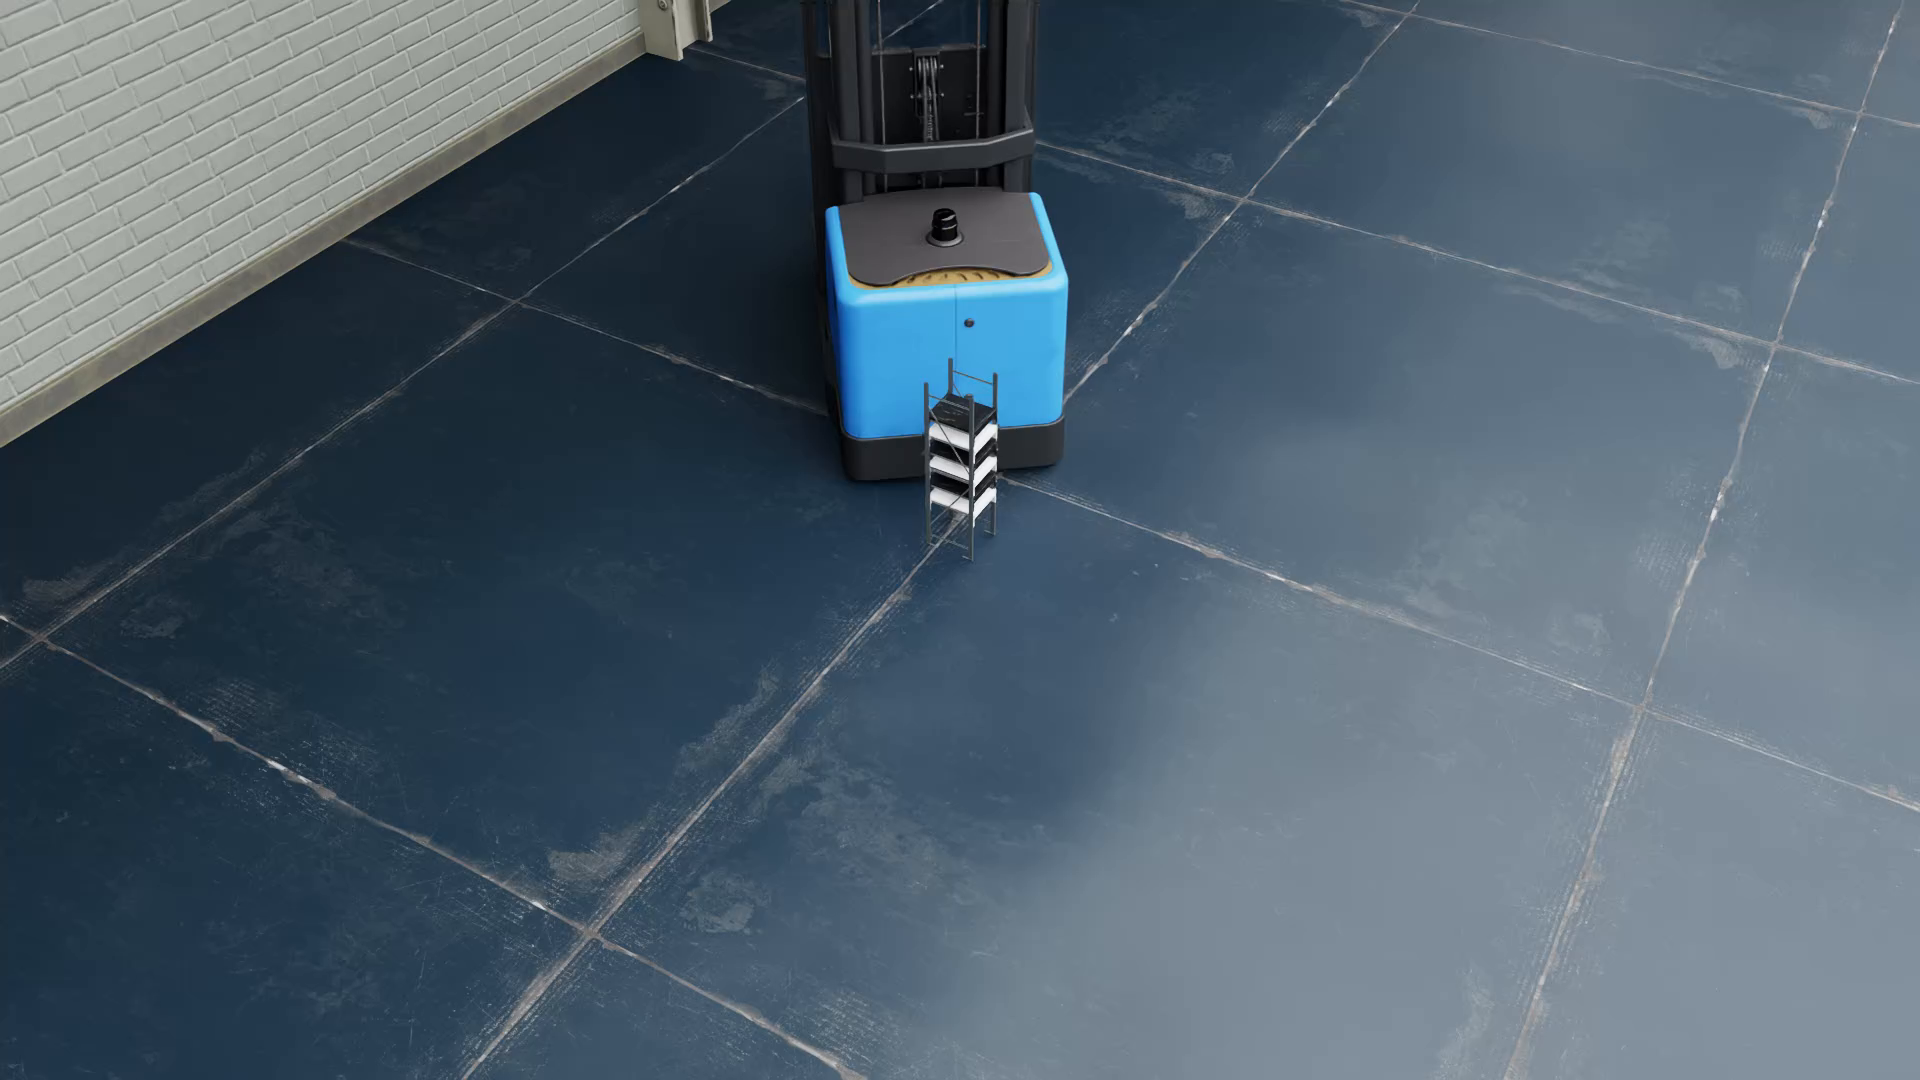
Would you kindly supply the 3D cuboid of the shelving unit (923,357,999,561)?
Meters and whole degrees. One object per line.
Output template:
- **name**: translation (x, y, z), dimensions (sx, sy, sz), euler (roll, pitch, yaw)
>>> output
- **shelving unit**: translation (0.004, -0.342, 7.273), dimensions (0.258, 0.900, 0.210), euler (21, 45, 22)

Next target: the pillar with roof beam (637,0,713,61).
- **pillar with roof beam**: translation (1.790, -5.358, 6.840), dimensions (9.100, 9.000, 0.400), euler (21, 45, 22)

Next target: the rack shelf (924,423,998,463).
- **rack shelf**: translation (0.004, -0.452, 7.176), dimensions (0.258, 0.077, 0.200), euler (21, 45, 22)

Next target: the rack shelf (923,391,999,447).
- **rack shelf**: translation (0.004, -0.520, 7.117), dimensions (0.258, 0.077, 0.200), euler (21, 45, 22)

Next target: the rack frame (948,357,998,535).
- **rack frame**: translation (0.055, -0.401, 7.339), dimensions (0.240, 0.900, 0.006), euler (21, 45, 22)

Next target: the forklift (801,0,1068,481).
- **forklift**: translation (-0.217, -2.351, 8.018), dimensions (1.130, 2.935, 3.031), euler (-5, 42, -6)

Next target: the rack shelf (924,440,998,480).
- **rack shelf**: translation (0.004, -0.385, 7.236), dimensions (0.258, 0.077, 0.200), euler (21, 45, 22)

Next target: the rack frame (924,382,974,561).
- **rack frame**: translation (-0.047, -0.284, 7.207), dimensions (0.240, 0.900, 0.006), euler (21, 45, 22)

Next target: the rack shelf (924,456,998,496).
- **rack shelf**: translation (0.004, -0.317, 7.295), dimensions (0.258, 0.077, 0.200), euler (21, 45, 22)

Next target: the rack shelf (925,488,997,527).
- **rack shelf**: translation (0.004, -0.182, 7.414), dimensions (0.258, 0.077, 0.200), euler (21, 45, 22)

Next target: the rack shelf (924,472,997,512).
- **rack shelf**: translation (0.004, -0.250, 7.355), dimensions (0.258, 0.077, 0.200), euler (21, 45, 22)
